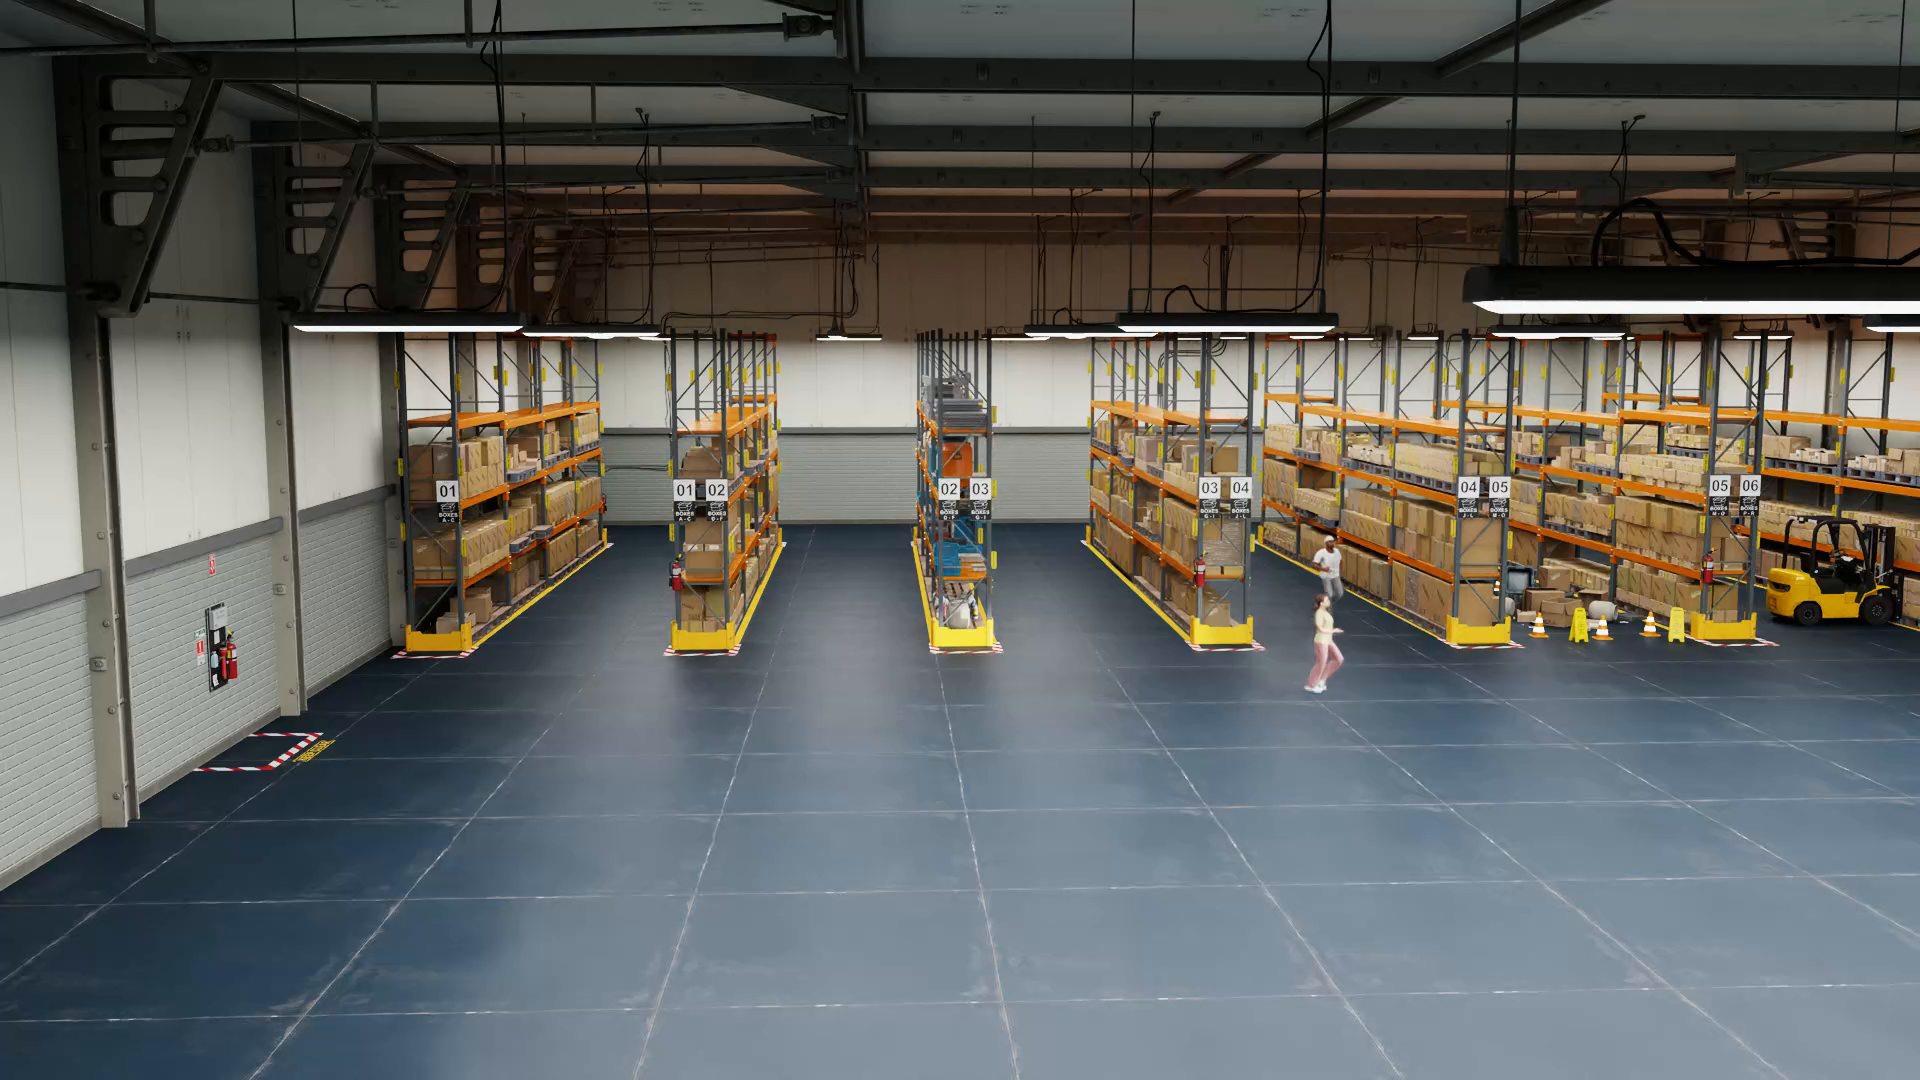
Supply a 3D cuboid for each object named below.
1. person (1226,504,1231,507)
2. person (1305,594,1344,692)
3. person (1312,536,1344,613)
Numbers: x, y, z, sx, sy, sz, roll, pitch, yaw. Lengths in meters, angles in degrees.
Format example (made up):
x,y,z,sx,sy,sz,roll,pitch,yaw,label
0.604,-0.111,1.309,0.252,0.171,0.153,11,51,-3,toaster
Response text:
x,y,z,sx,sy,sz,roll,pitch,yaw,label
7.627,-0.756,48.292,0.687,1.697,0.782,7,9,44,person
5.984,1.685,27.280,0.616,1.635,0.556,4,8,28,person
7.741,0.770,34.746,0.770,1.721,0.526,-2,7,-20,person
